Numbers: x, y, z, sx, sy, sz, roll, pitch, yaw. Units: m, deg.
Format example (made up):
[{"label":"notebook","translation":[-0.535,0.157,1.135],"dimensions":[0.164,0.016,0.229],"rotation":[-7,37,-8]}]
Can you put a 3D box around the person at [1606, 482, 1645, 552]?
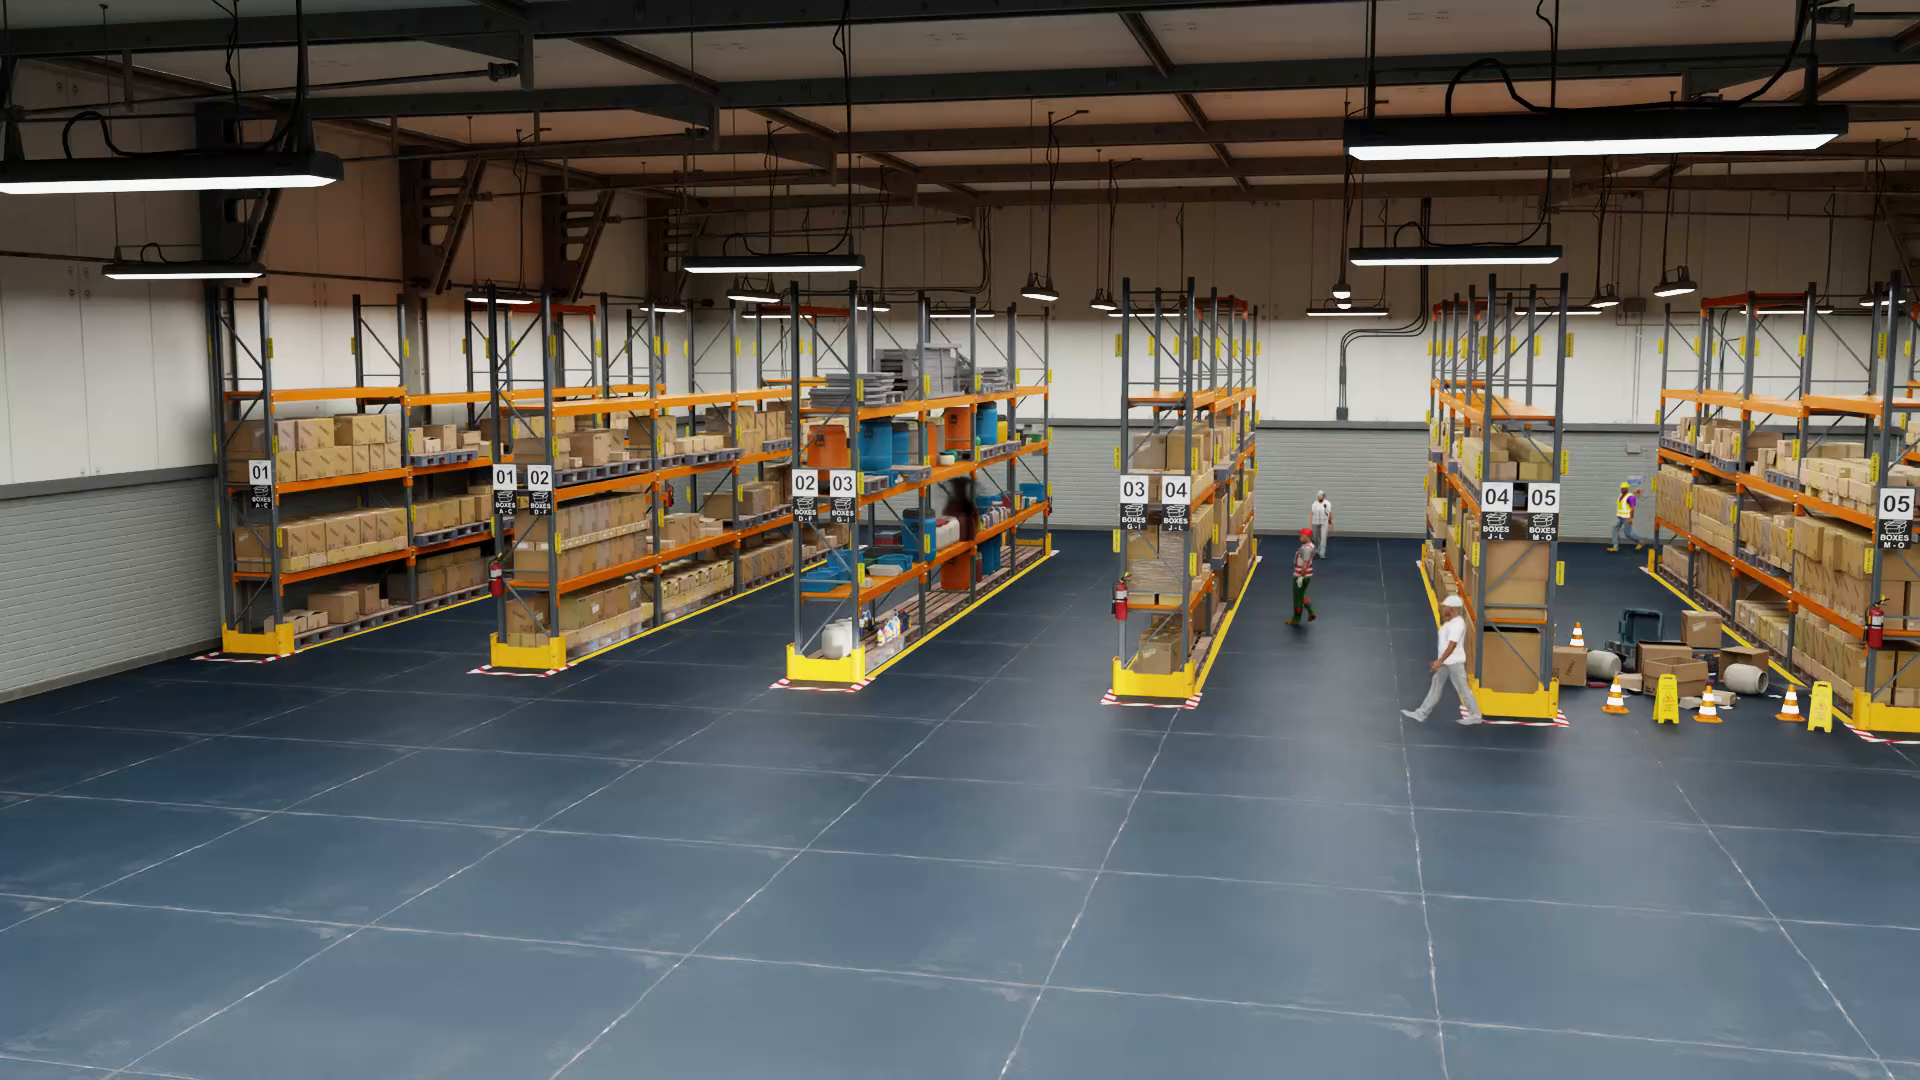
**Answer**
[{"label":"person","translation":[16.389,-0.566,40.948],"dimensions":[0.898,1.727,0.681],"rotation":[-2,7,-15]}]

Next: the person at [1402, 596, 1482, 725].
[{"label":"person","translation":[6.433,1.597,22.059],"dimensions":[1.003,1.709,0.629],"rotation":[0,7,1]}]

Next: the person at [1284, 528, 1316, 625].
[{"label":"person","translation":[6.161,0.656,30.080],"dimensions":[0.587,1.784,0.545],"rotation":[5,8,35]}]

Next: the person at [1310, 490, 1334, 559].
[{"label":"person","translation":[8.690,-0.388,39.943],"dimensions":[0.549,1.623,0.929],"rotation":[2,7,18]}]
